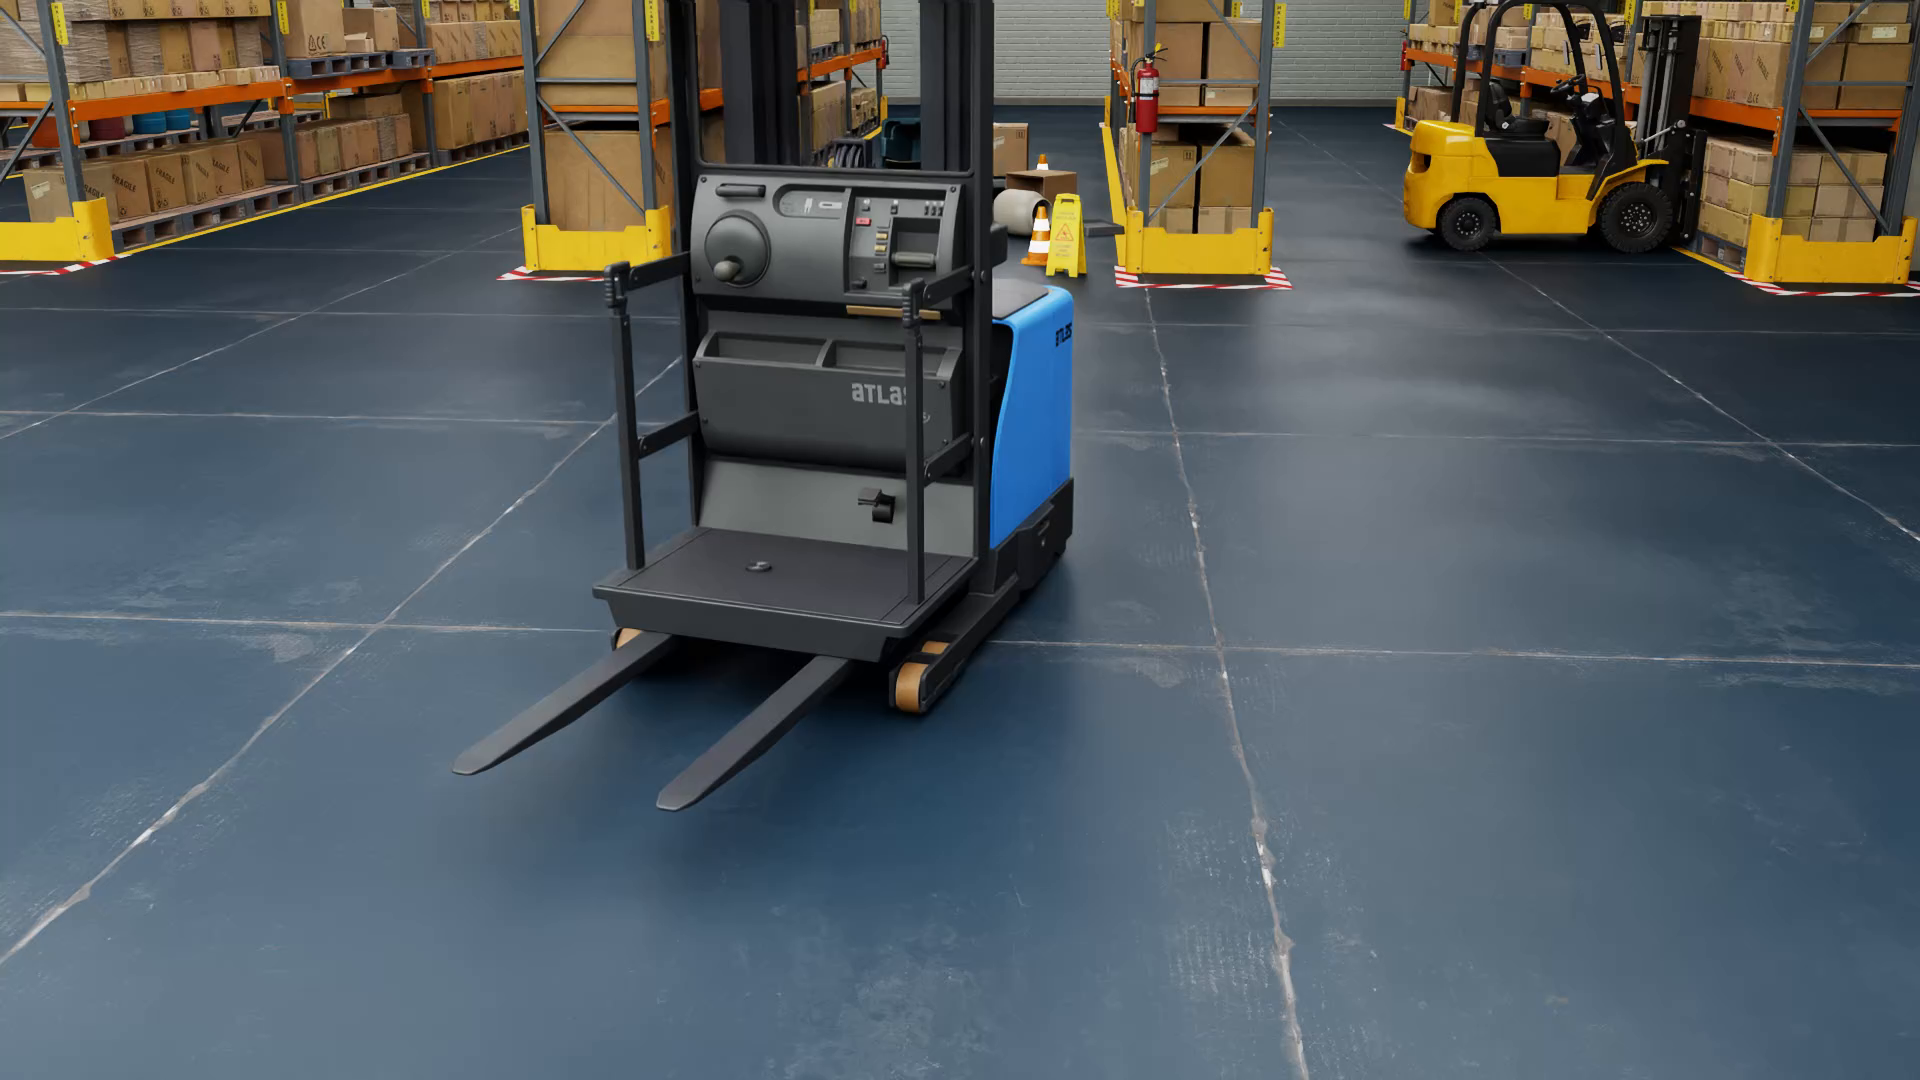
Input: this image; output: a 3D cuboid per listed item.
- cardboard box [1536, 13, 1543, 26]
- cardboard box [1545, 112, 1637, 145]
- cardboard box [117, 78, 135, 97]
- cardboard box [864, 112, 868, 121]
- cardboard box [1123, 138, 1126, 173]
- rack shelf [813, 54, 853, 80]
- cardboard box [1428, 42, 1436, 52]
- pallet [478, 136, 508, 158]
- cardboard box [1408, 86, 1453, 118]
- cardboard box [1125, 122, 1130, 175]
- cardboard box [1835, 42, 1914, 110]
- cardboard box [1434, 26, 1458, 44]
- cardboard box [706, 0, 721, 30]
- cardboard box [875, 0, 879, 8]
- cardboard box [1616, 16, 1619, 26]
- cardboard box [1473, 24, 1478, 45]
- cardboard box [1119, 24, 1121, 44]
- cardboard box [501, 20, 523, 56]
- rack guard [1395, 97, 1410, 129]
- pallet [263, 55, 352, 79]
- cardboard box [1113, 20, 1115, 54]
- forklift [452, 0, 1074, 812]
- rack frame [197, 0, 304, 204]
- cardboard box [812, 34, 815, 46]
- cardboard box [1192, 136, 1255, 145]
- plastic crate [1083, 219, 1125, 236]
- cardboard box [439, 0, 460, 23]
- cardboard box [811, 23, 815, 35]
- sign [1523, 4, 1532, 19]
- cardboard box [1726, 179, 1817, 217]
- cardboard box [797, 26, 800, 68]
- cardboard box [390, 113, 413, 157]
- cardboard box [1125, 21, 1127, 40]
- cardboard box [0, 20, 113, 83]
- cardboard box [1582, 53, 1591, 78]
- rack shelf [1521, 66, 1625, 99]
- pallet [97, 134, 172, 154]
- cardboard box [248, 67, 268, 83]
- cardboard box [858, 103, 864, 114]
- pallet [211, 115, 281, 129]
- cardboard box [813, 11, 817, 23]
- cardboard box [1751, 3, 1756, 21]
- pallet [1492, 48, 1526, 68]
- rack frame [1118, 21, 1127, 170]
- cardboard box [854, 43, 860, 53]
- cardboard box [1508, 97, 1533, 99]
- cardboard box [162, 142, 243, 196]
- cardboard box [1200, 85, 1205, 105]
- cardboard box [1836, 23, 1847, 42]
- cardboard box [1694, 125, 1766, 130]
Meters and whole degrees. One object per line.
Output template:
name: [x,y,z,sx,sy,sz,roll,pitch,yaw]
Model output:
cardboard box: [7.154,-6.259,20.004,0.380,0.149,0.250,2,18,6]
cardboard box: [7.373,-4.670,19.496,0.875,0.625,0.625,2,18,6]
cardboard box: [-7.614,-4.038,14.832,0.380,0.149,0.250,1,18,4]
cardboard box: [-1.704,-6.941,27.193,0.380,0.149,0.250,2,18,5]
cardboard box: [2.364,-4.416,19.127,0.950,0.372,0.625,2,18,6]
rack shelf: [-2.282,-6.463,22.986,1.077,0.370,4.000,1,18,4]
cardboard box: [7.606,-7.783,26.263,0.380,0.149,0.250,2,18,5]
pallet: [-7.144,-5.622,23.742,1.003,0.211,1.213,1,18,4]
cardboard box: [7.905,-7.305,27.735,0.797,0.503,0.637,1,18,2]
cardboard box: [1.921,-3.935,16.651,0.500,0.500,0.500,2,18,7]
cardboard box: [7.209,-3.706,13.255,0.500,0.500,0.500,2,18,6]
cardboard box: [7.620,-7.782,25.618,0.500,0.250,0.500,1,18,4]
cardboard box: [-2.696,-5.239,16.119,0.875,0.550,0.550,1,18,4]
cardboard box: [-1.637,-9.185,27.893,0.500,0.500,0.500,1,18,3]
cardboard box: [7.057,-5.375,17.307,0.380,0.149,0.250,1,18,4]
cardboard box: [7.275,-6.950,22.858,0.396,0.266,0.258,2,18,7]
cardboard box: [2.333,-6.587,21.645,0.500,0.250,0.500,1,18,2]
cardboard box: [-6.840,-7.465,24.726,0.500,0.500,0.500,1,18,4]
rack guard: [8.038,-7.268,28.302,1.175,0.500,0.348,1,18,4]
pallet: [-7.452,-5.227,18.365,1.003,0.211,1.213,1,18,4]
cardboard box: [2.615,-7.704,25.458,0.500,0.500,0.500,1,18,3]
forklift: [-0.514,-0.985,5.223,1.130,2.935,3.031,6,19,19]
rack frame: [-7.652,-5.084,17.621,1.000,3.000,0.127,1,18,4]
cardboard box: [-2.136,-6.650,22.128,0.380,0.149,0.250,2,18,6]
cardboard box: [2.313,-3.284,14.664,0.500,0.500,0.500,1,18,2]
plastic crate: [1.302,-3.006,15.968,0.402,0.080,0.583,-5,19,-15]
cardboard box: [-7.247,-7.279,22.550,0.797,0.503,0.637,2,18,5]
cardboard box: [-2.140,-6.797,22.100,0.380,0.149,0.250,1,18,4]
sign: [6.928,-6.517,20.262,0.100,0.325,0.005,1,18,4]
cardboard box: [6.620,-2.799,13.587,0.500,0.250,0.500,1,18,3]
cardboard box: [-2.227,-5.931,20.045,0.500,0.500,0.500,1,18,4]
cardboard box: [-7.394,-5.139,21.096,0.700,0.500,0.500,0,18,1]
cardboard box: [2.226,-6.197,19.704,0.500,0.500,0.500,2,18,7]
cardboard box: [-7.872,-4.201,14.287,0.875,0.500,0.500,1,18,4]
cardboard box: [7.055,-5.154,18.075,0.500,0.250,0.500,1,18,4]
rack shelf: [7.327,-5.032,18.619,1.077,0.370,4.000,1,18,4]
pallet: [-12.201,-5.735,24.087,1.003,0.211,1.213,1,18,4]
cardboard box: [-7.402,-4.814,17.200,0.380,0.149,0.250,1,18,4]
cardboard box: [-1.737,-6.921,26.653,0.380,0.149,0.250,1,18,3]
pallet: [-11.920,-6.963,27.834,1.003,0.211,1.213,1,18,4]
cardboard box: [-2.123,-7.012,22.279,0.380,0.149,0.250,2,18,6]
cardboard box: [6.783,-4.358,13.727,0.380,0.149,0.250,1,18,4]
pallet: [7.449,-6.116,21.079,1.213,0.211,1.003,1,18,4]
rack frame: [2.519,-6.105,20.737,1.000,3.000,0.127,1,18,4]
cardboard box: [-1.772,-7.715,26.053,0.380,0.149,0.250,2,18,5]
cardboard box: [7.386,-5.799,22.101,0.380,0.149,0.250,1,18,3]
cardboard box: [-7.754,-3.794,17.025,0.500,0.500,0.500,7,20,21]
cardboard box: [2.180,-3.680,13.741,0.380,0.149,0.250,2,18,5]
cardboard box: [7.134,-4.044,13.245,0.380,0.149,0.250,1,18,4]
cardboard box: [7.320,-3.806,15.857,0.500,0.250,0.500,1,18,3]
